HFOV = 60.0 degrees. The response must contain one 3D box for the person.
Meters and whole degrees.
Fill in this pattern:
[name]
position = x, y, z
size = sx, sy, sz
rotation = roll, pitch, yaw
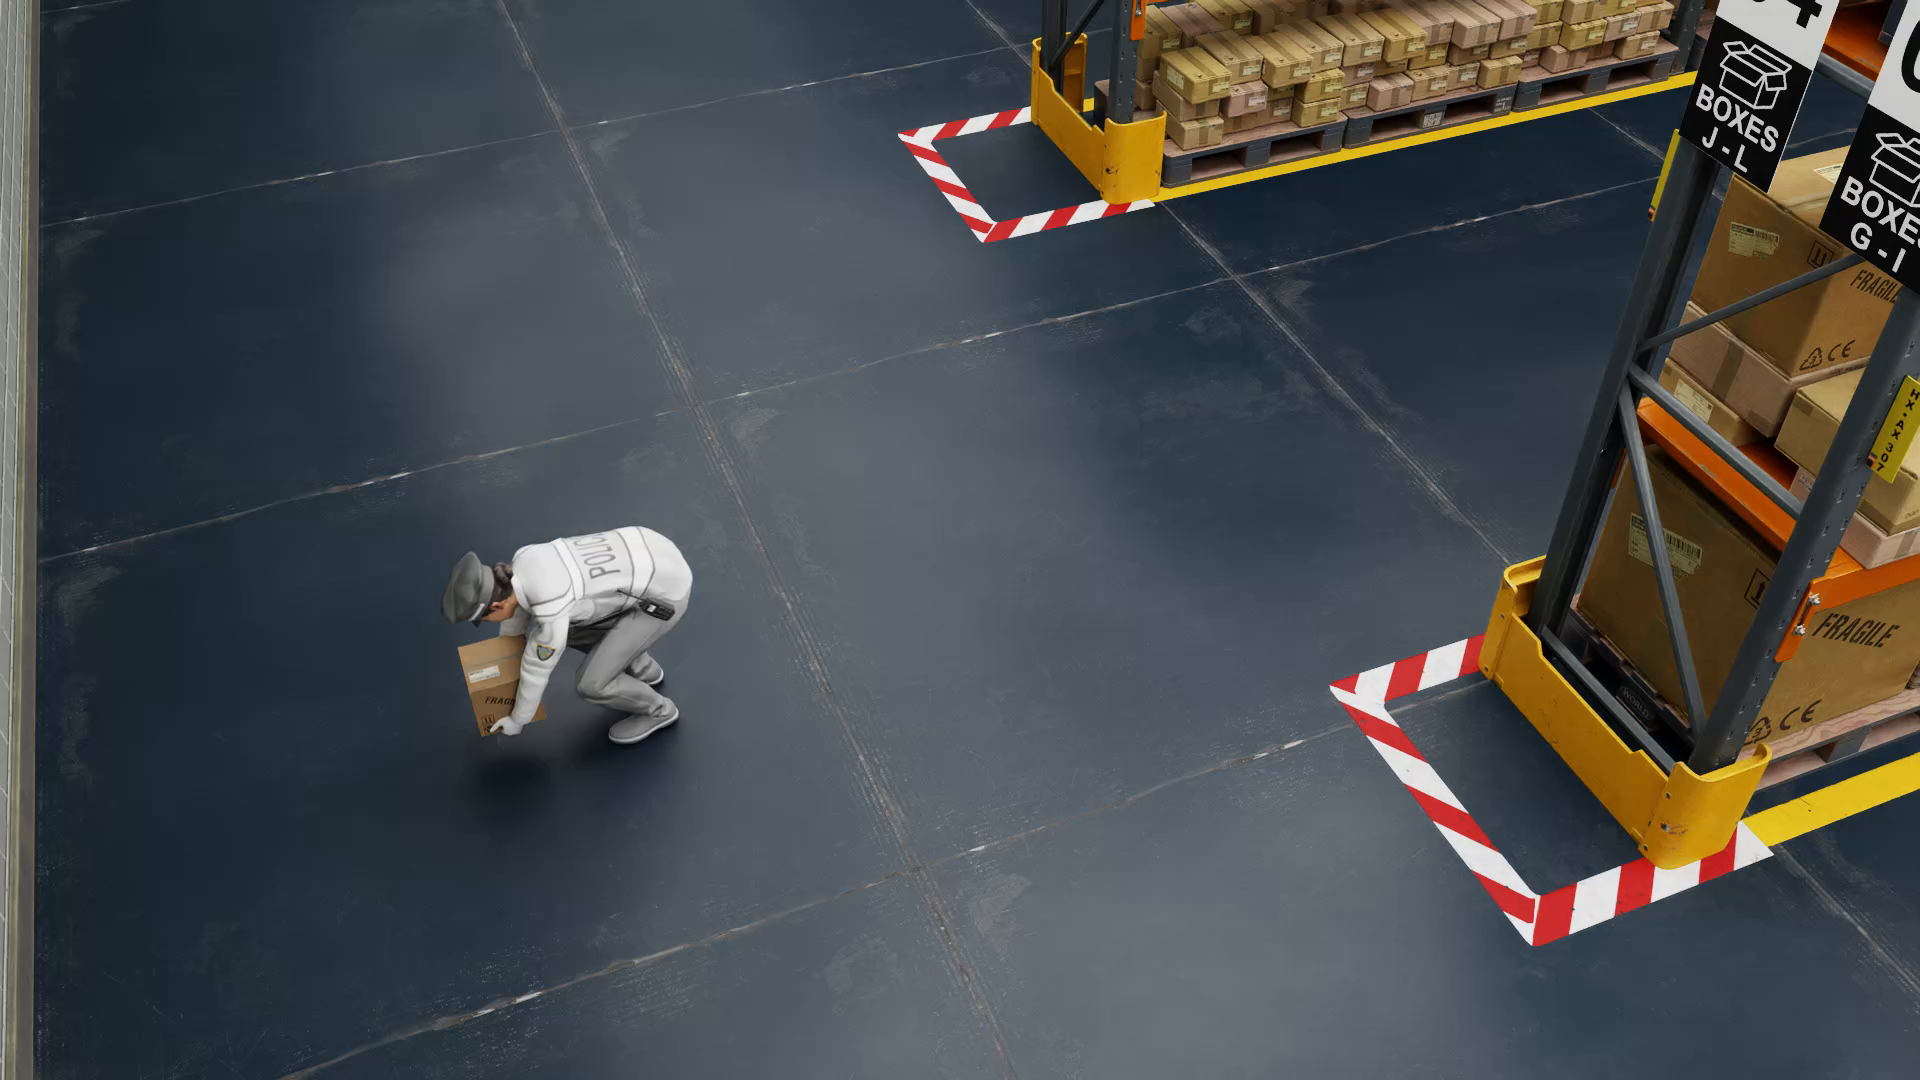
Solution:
[person]
position = -1.446, 0.353, 6.284
size = 0.908, 0.979, 0.469
rotation = -17, 45, -18
